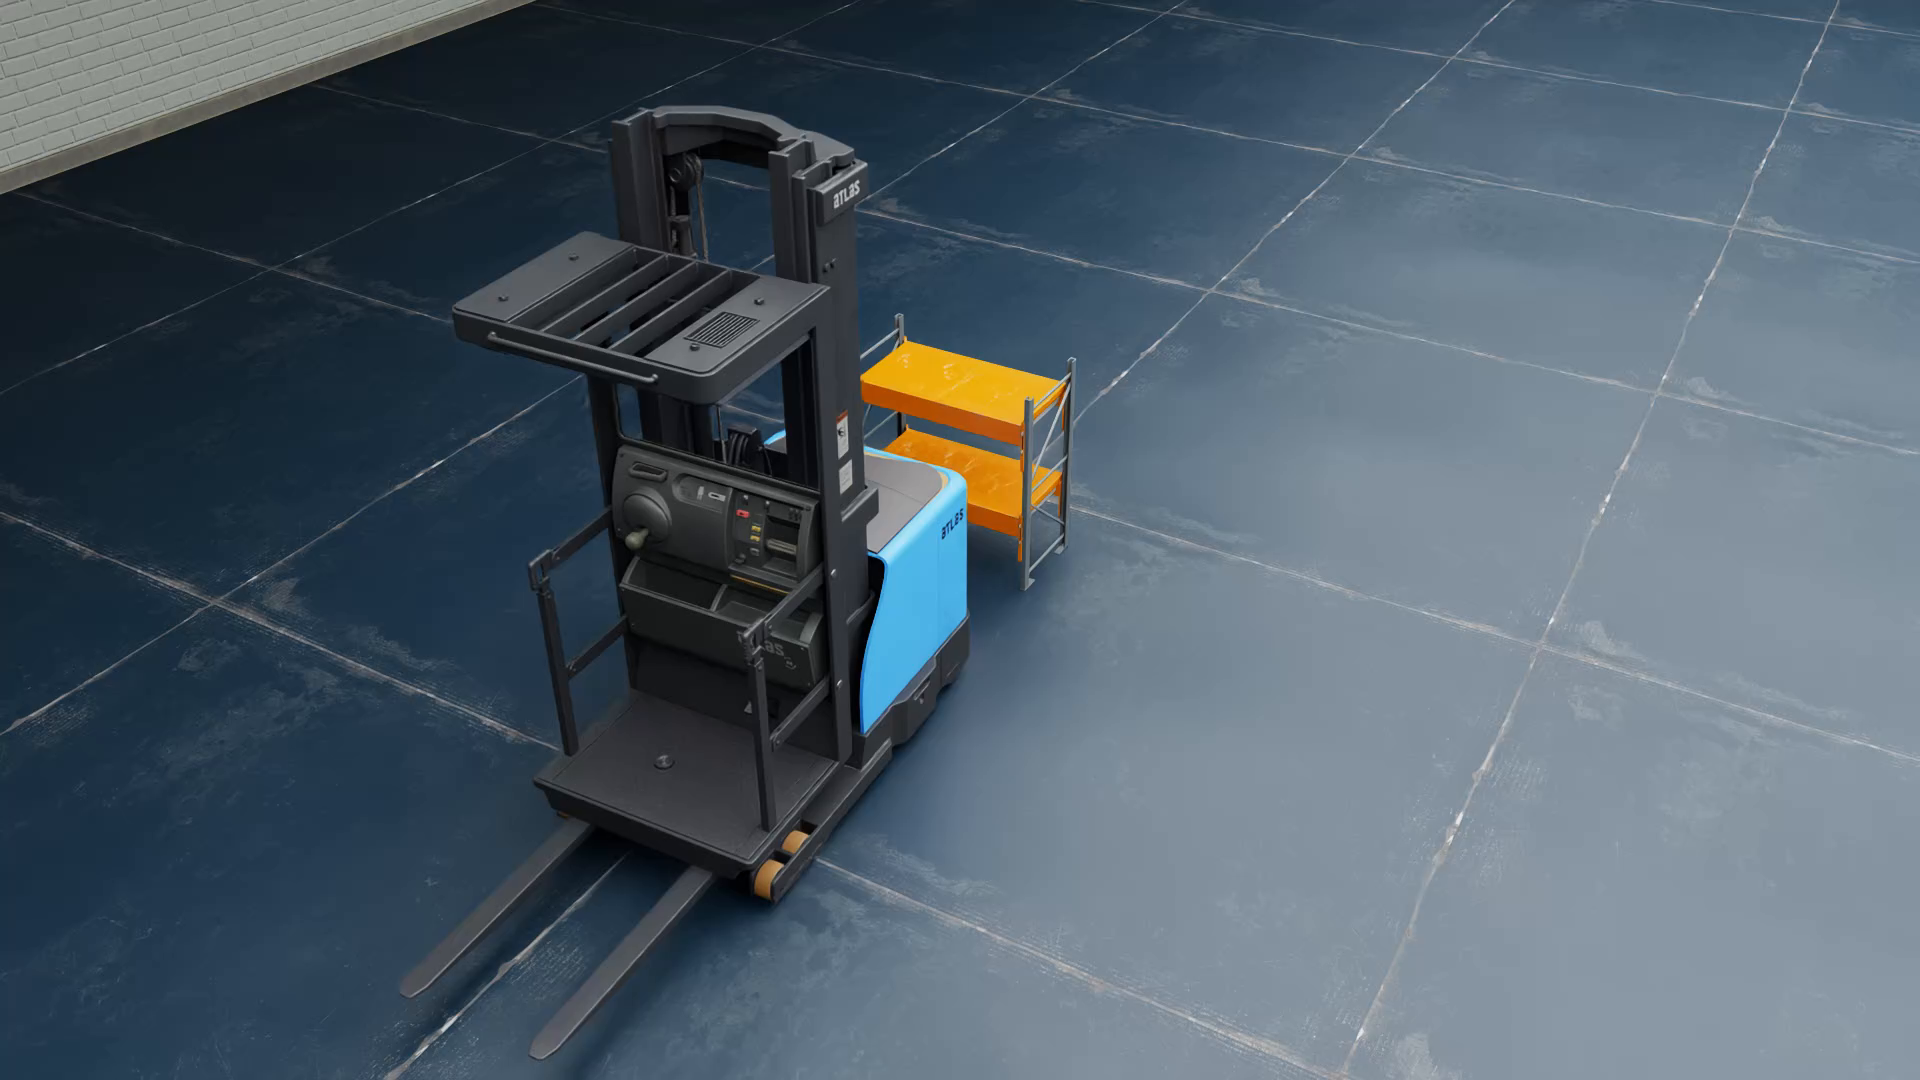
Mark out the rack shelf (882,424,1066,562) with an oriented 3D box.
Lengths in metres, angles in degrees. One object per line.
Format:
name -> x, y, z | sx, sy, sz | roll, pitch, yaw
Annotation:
rack shelf -> 0.006, -0.263, 8.842 | 1.000, 0.278, 0.538 | 18, 37, 24

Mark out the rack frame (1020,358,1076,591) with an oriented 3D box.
rack frame -> 0.447, -0.327, 8.496 | 0.032, 1.125, 0.500 | 18, 37, 24

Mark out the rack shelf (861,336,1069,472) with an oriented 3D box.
rack shelf -> 0.006, -0.710, 8.544 | 1.000, 0.278, 0.538 | 18, 37, 24

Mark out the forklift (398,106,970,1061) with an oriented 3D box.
forklift -> -1.078, -0.028, 6.419 | 1.130, 2.935, 3.031 | 16, 37, 23

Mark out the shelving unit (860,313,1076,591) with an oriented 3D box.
shelving unit -> 0.006, -0.466, 8.706 | 1.048, 1.125, 0.538 | 18, 37, 24

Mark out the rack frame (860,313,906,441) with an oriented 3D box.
rack frame -> -0.435, -0.606, 8.916 | 0.032, 1.125, 0.500 | 18, 37, 24
